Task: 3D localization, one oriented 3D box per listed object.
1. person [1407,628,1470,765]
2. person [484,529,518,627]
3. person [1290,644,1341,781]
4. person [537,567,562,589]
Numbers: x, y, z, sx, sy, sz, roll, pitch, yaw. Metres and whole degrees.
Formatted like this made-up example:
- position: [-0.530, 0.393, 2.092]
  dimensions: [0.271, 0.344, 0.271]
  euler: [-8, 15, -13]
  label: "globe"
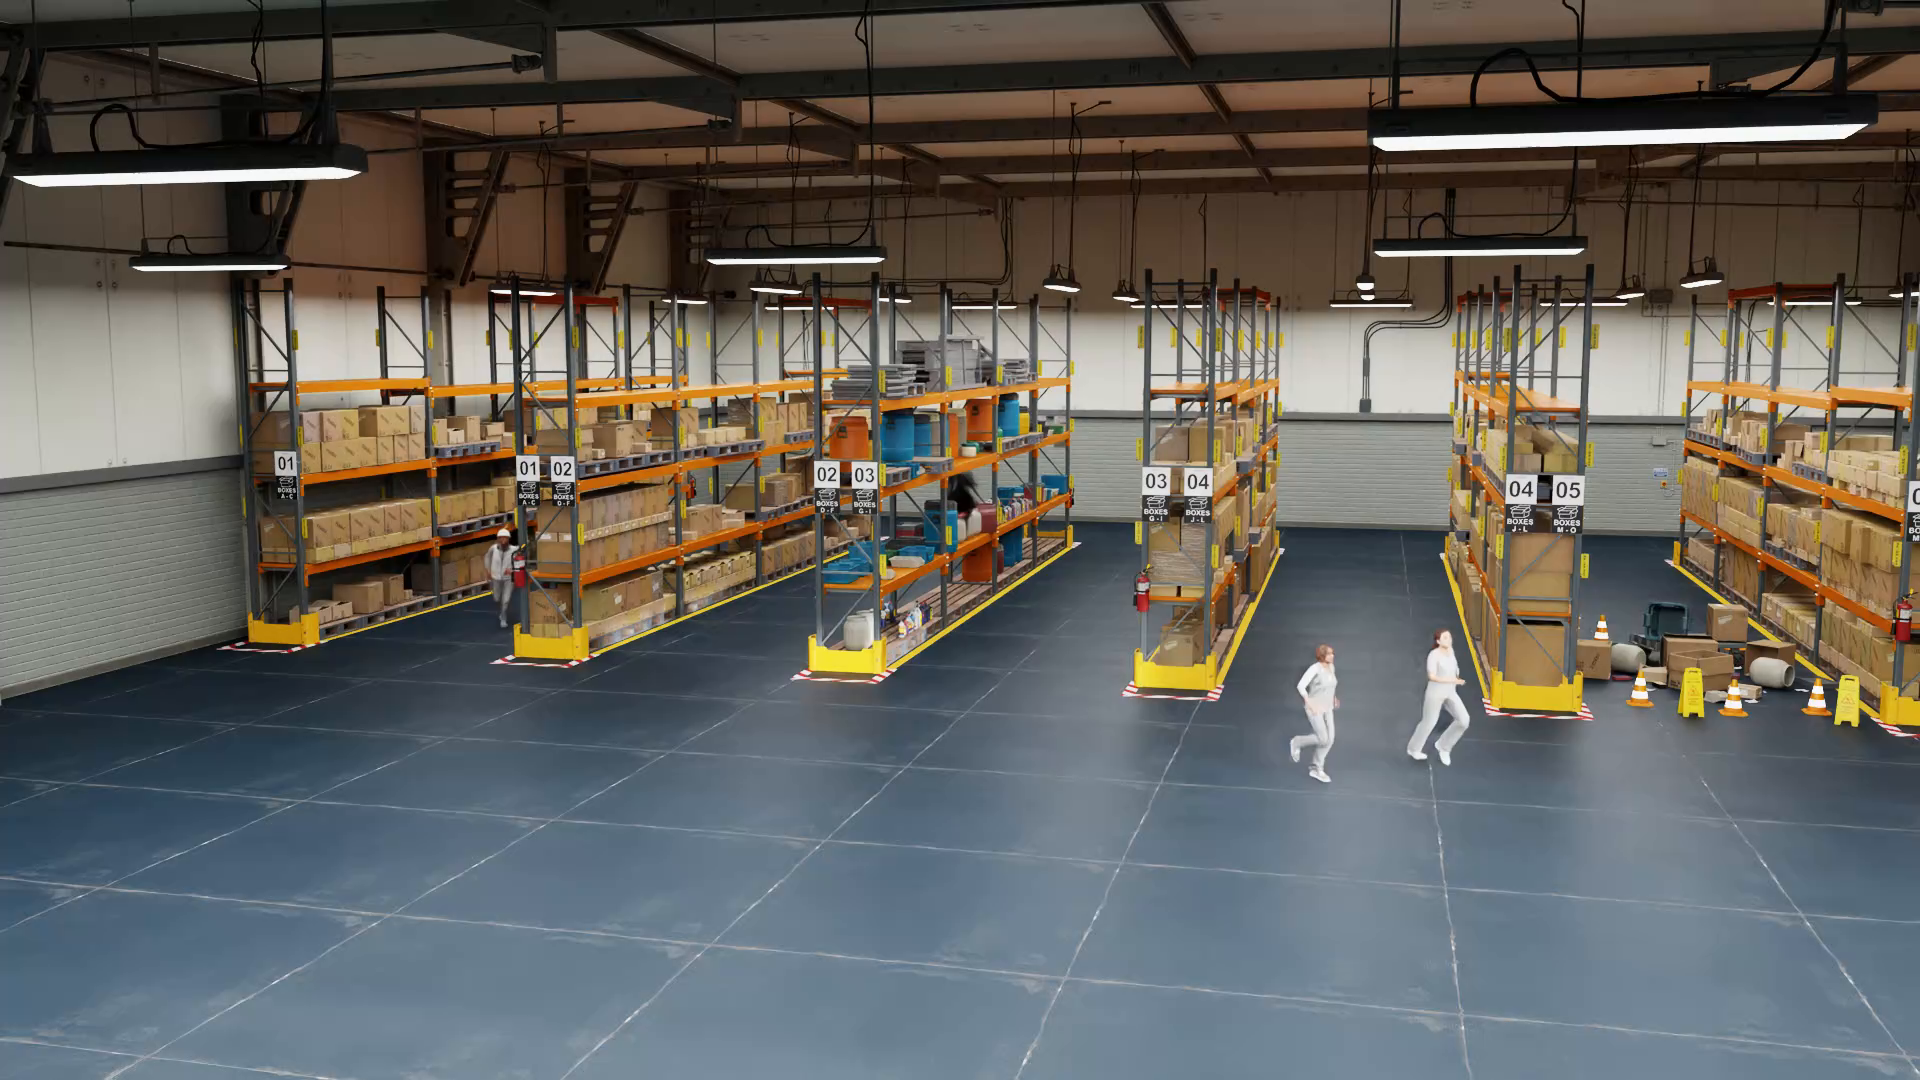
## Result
- position: [5.672, 1.830, 19.576]
  dimensions: [0.574, 1.636, 0.835]
  euler: [-4, 8, -27]
  label: "person"
- position: [-8.030, 0.663, 29.254]
  dimensions: [0.693, 1.730, 0.681]
  euler: [0, 7, -3]
  label: "person"
- position: [4.084, 1.957, 19.138]
  dimensions: [0.559, 1.565, 0.557]
  euler: [-6, 9, -42]
  label: "person"
- position: [-7.740, 0.348, 31.451]
  dimensions: [0.631, 1.844, 0.735]
  euler: [1, 7, 6]
  label: "person"
